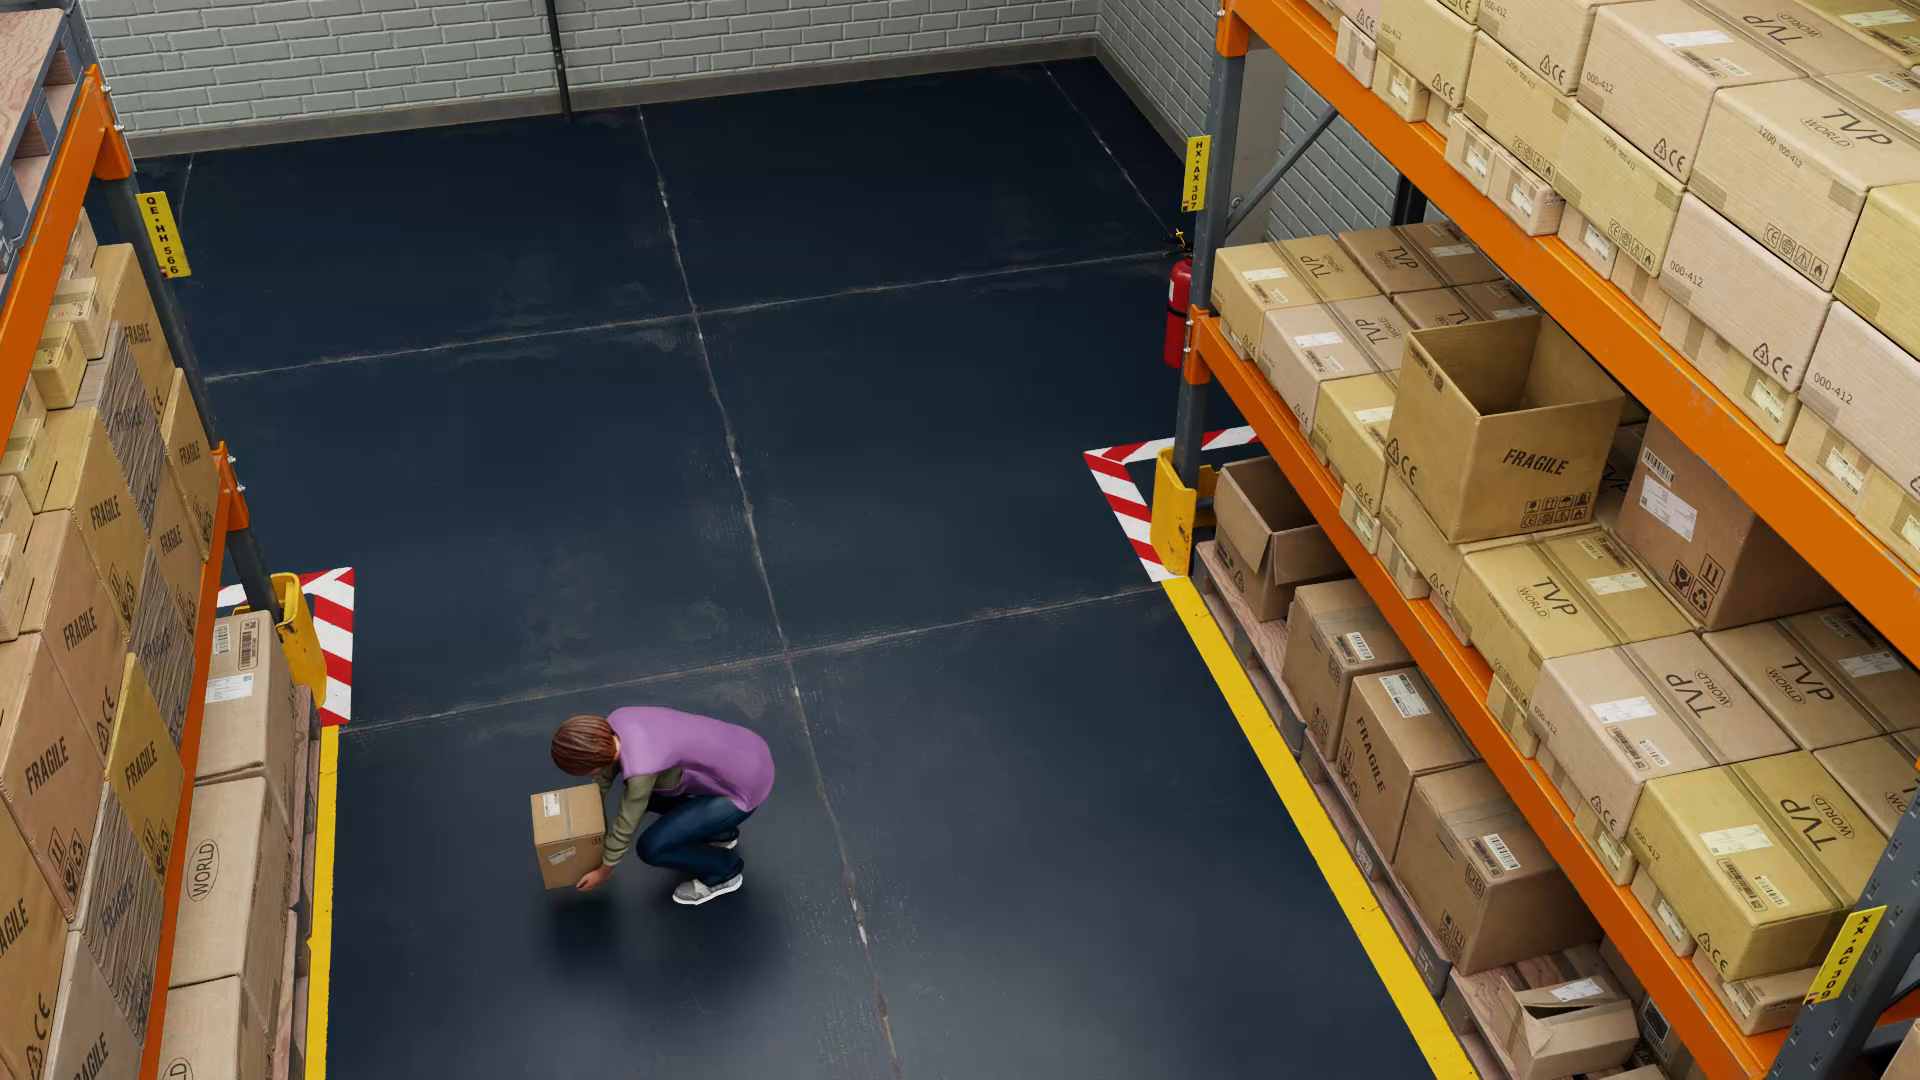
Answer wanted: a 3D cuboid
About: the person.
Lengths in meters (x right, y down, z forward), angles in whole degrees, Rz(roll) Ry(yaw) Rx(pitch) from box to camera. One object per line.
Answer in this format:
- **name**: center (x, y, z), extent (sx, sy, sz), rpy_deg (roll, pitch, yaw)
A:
- **person**: center (-1.063, 0.938, 6.084), extent (0.789, 0.933, 0.448), rpy_deg (-10, 40, -12)
